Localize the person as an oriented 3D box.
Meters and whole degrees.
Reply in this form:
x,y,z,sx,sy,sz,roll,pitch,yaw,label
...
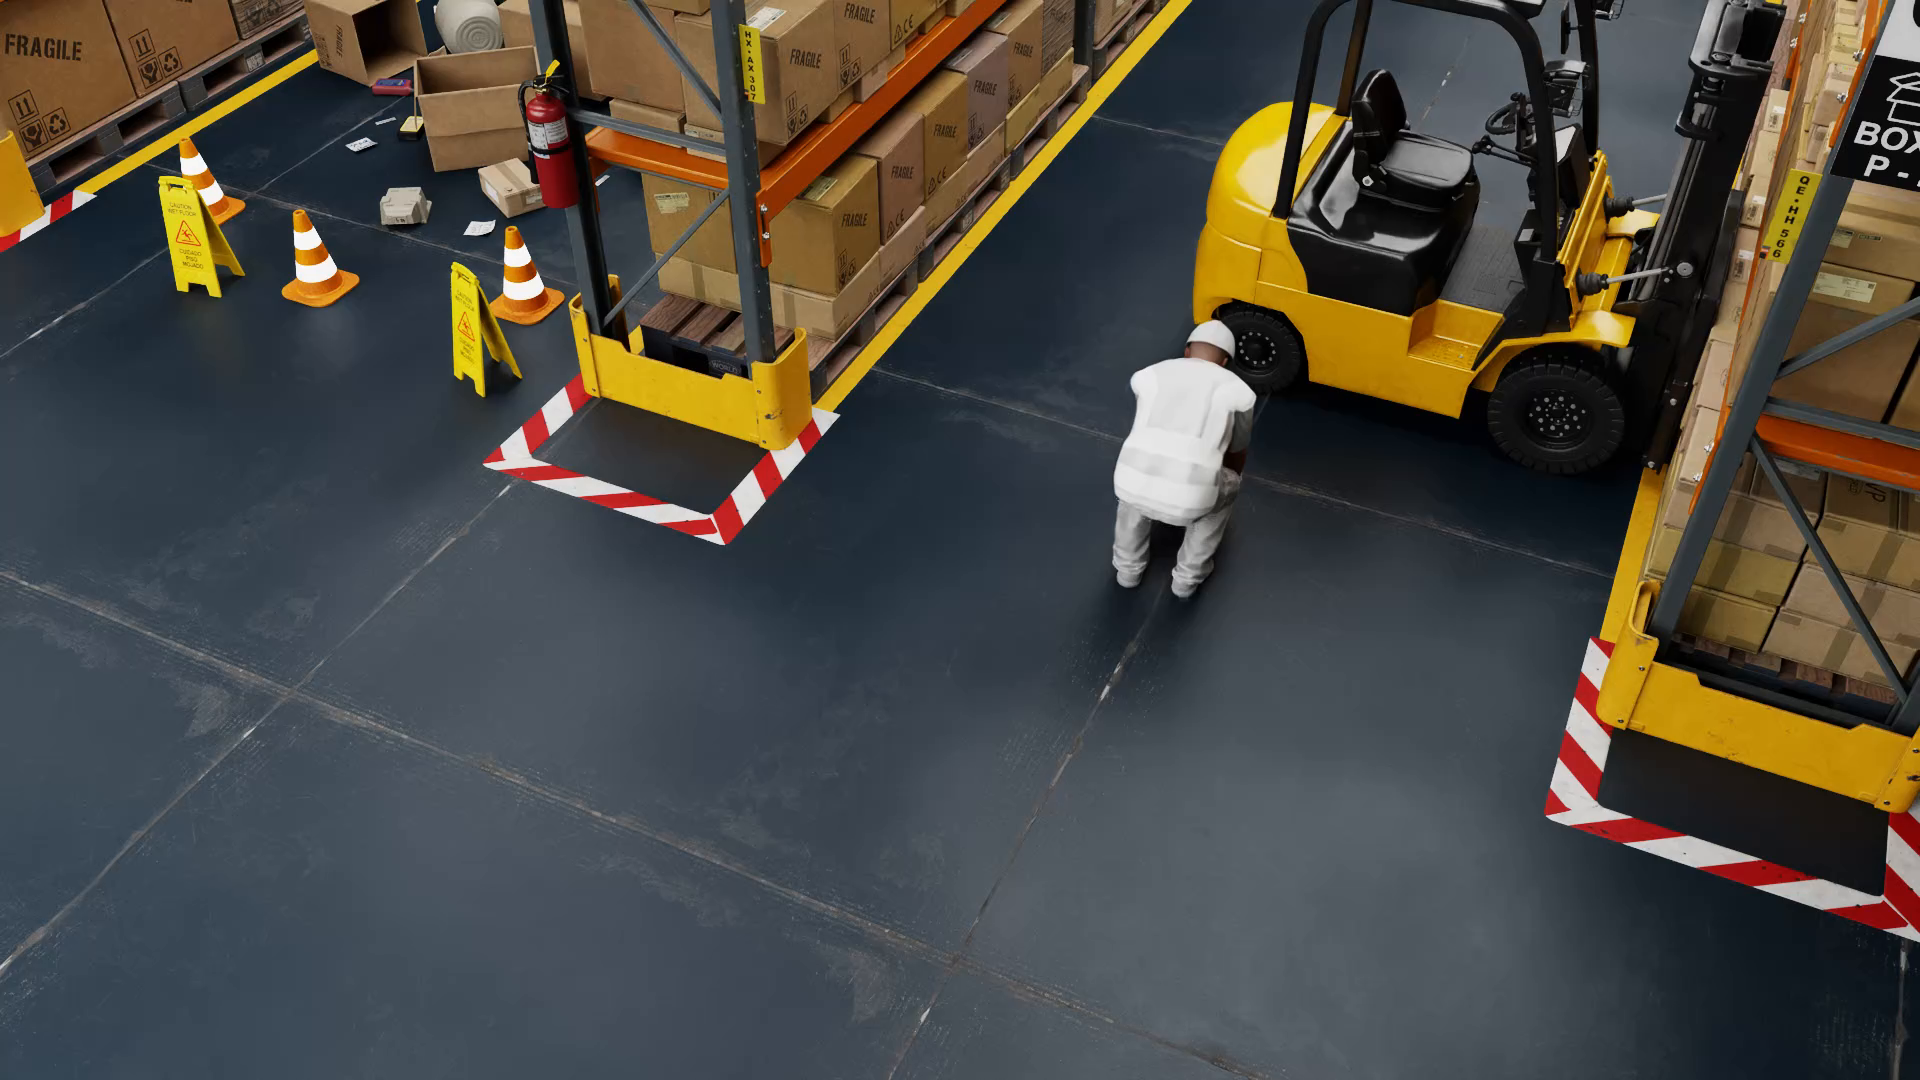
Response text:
x,y,z,sx,sy,sz,roll,pitch,yaw,label
0.933,-0.307,7.083,0.543,0.998,0.958,16,44,17,person
